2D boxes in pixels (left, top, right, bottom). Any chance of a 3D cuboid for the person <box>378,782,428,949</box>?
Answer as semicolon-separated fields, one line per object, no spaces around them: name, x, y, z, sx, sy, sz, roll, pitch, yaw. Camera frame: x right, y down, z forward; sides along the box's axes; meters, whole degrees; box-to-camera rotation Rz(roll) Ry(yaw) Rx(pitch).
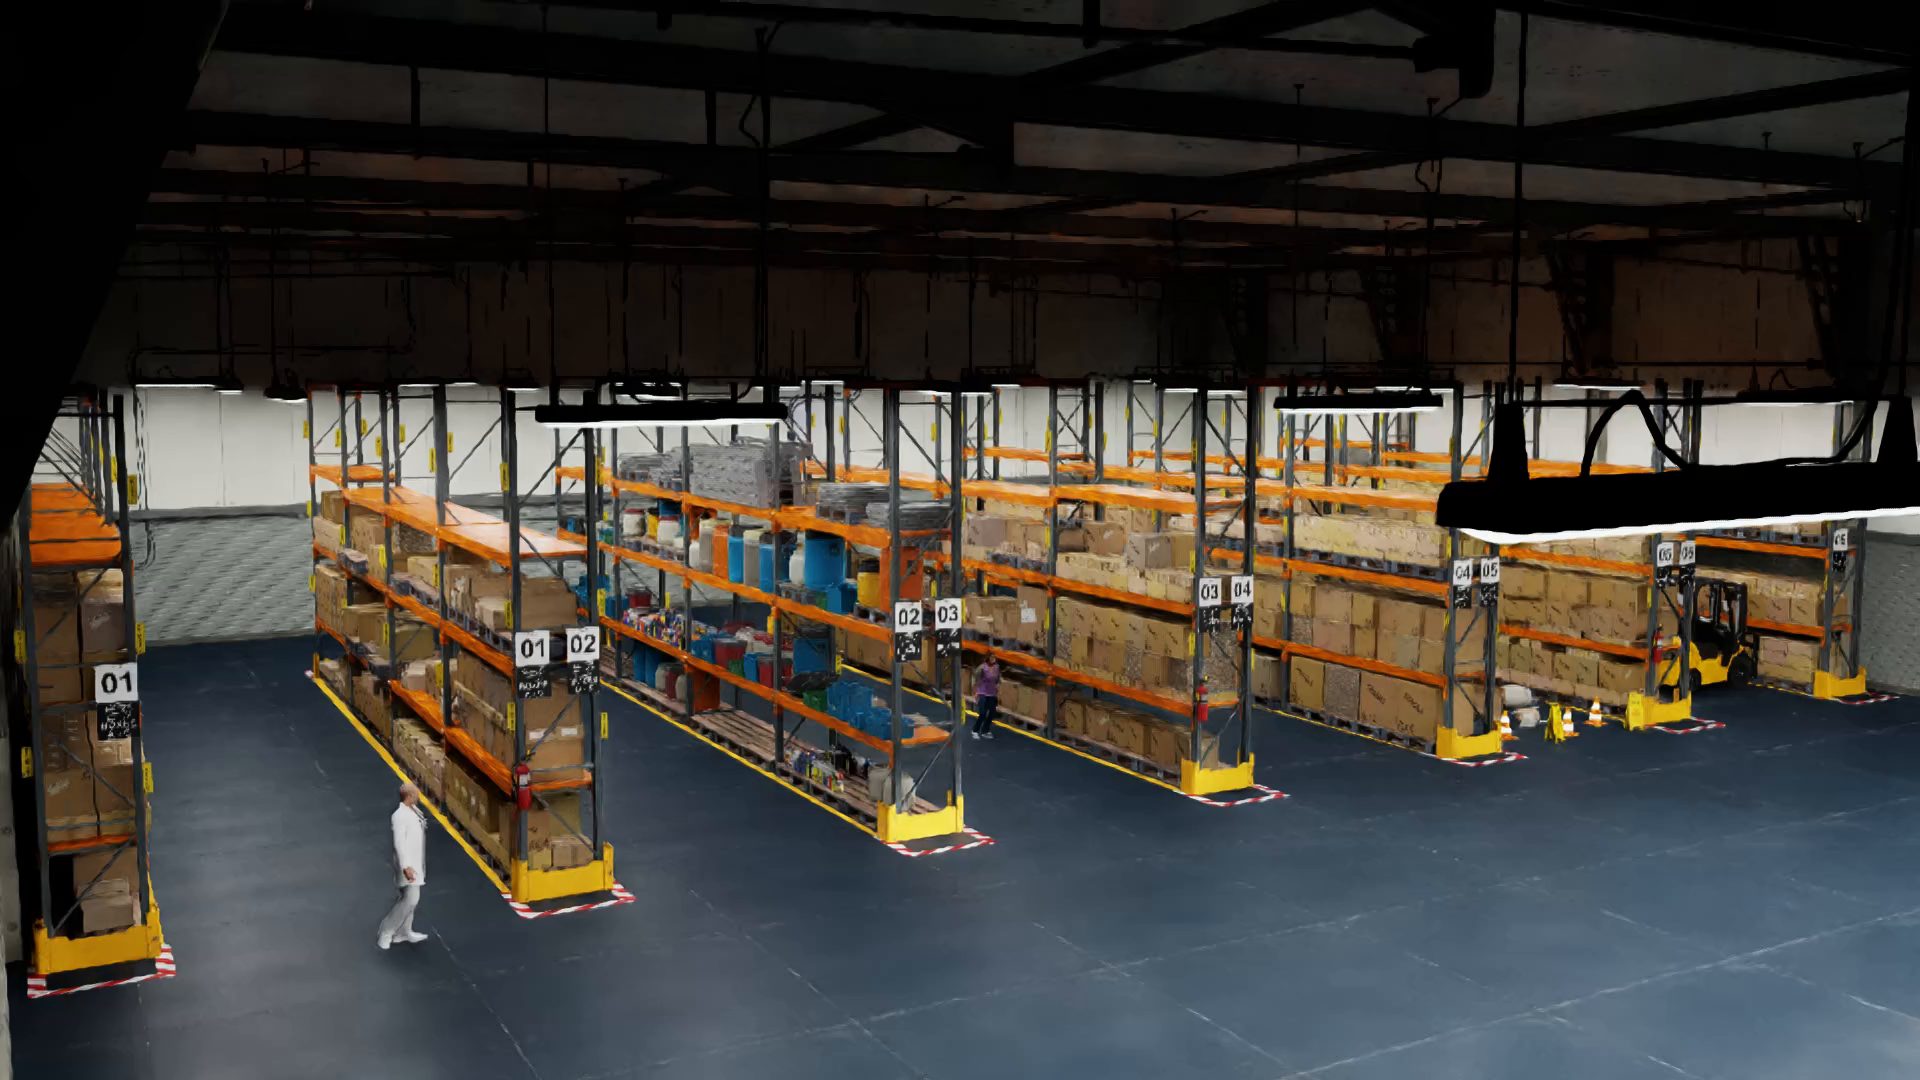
person;-6.045;3.504;18.052;0.532;1.737;0.759;0;6;0

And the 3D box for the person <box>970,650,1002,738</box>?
person;0.439;2.598;27.990;0.566;1.541;0.519;-4;7;-30
